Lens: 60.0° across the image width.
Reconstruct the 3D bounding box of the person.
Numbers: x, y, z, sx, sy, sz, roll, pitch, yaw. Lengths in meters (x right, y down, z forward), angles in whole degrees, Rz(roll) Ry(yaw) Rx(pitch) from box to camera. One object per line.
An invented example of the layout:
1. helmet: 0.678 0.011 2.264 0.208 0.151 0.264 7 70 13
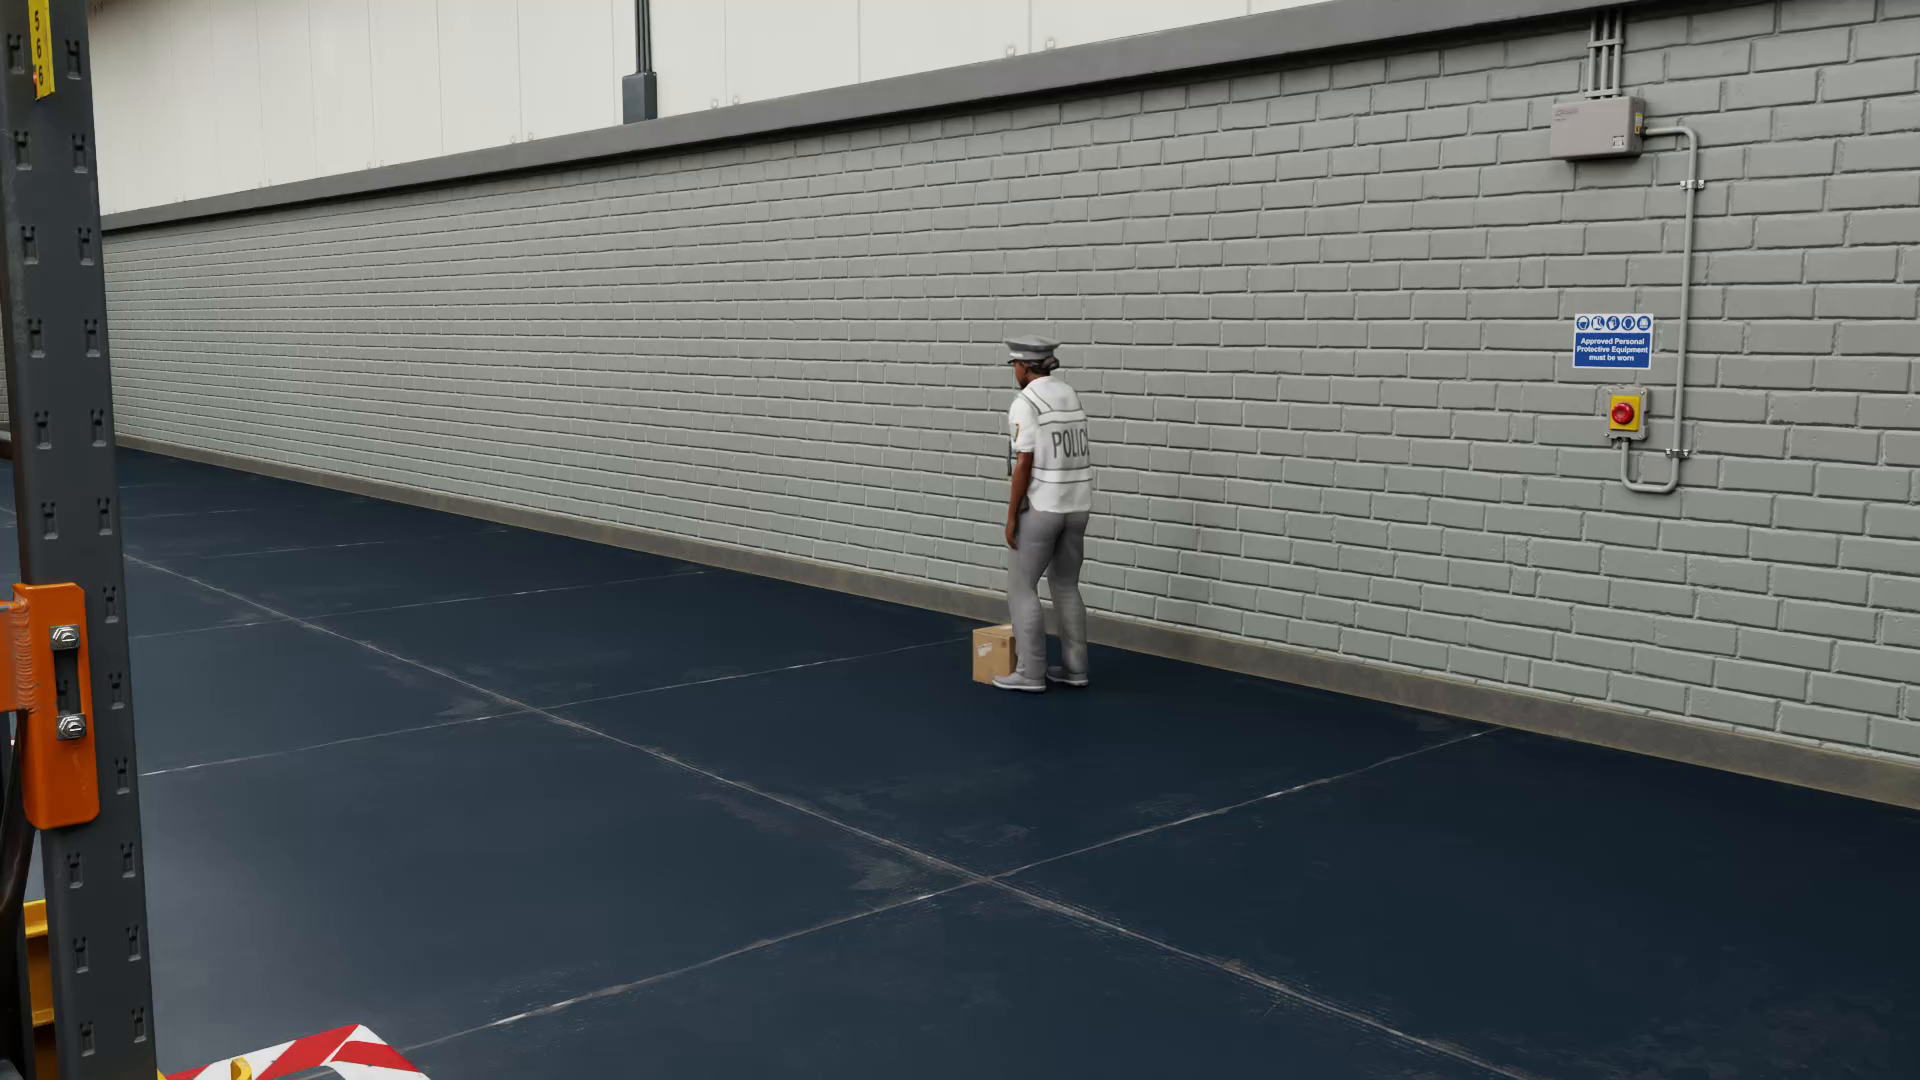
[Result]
1. person: 0.392 -0.122 7.725 0.513 1.656 0.426 -7 10 -43
